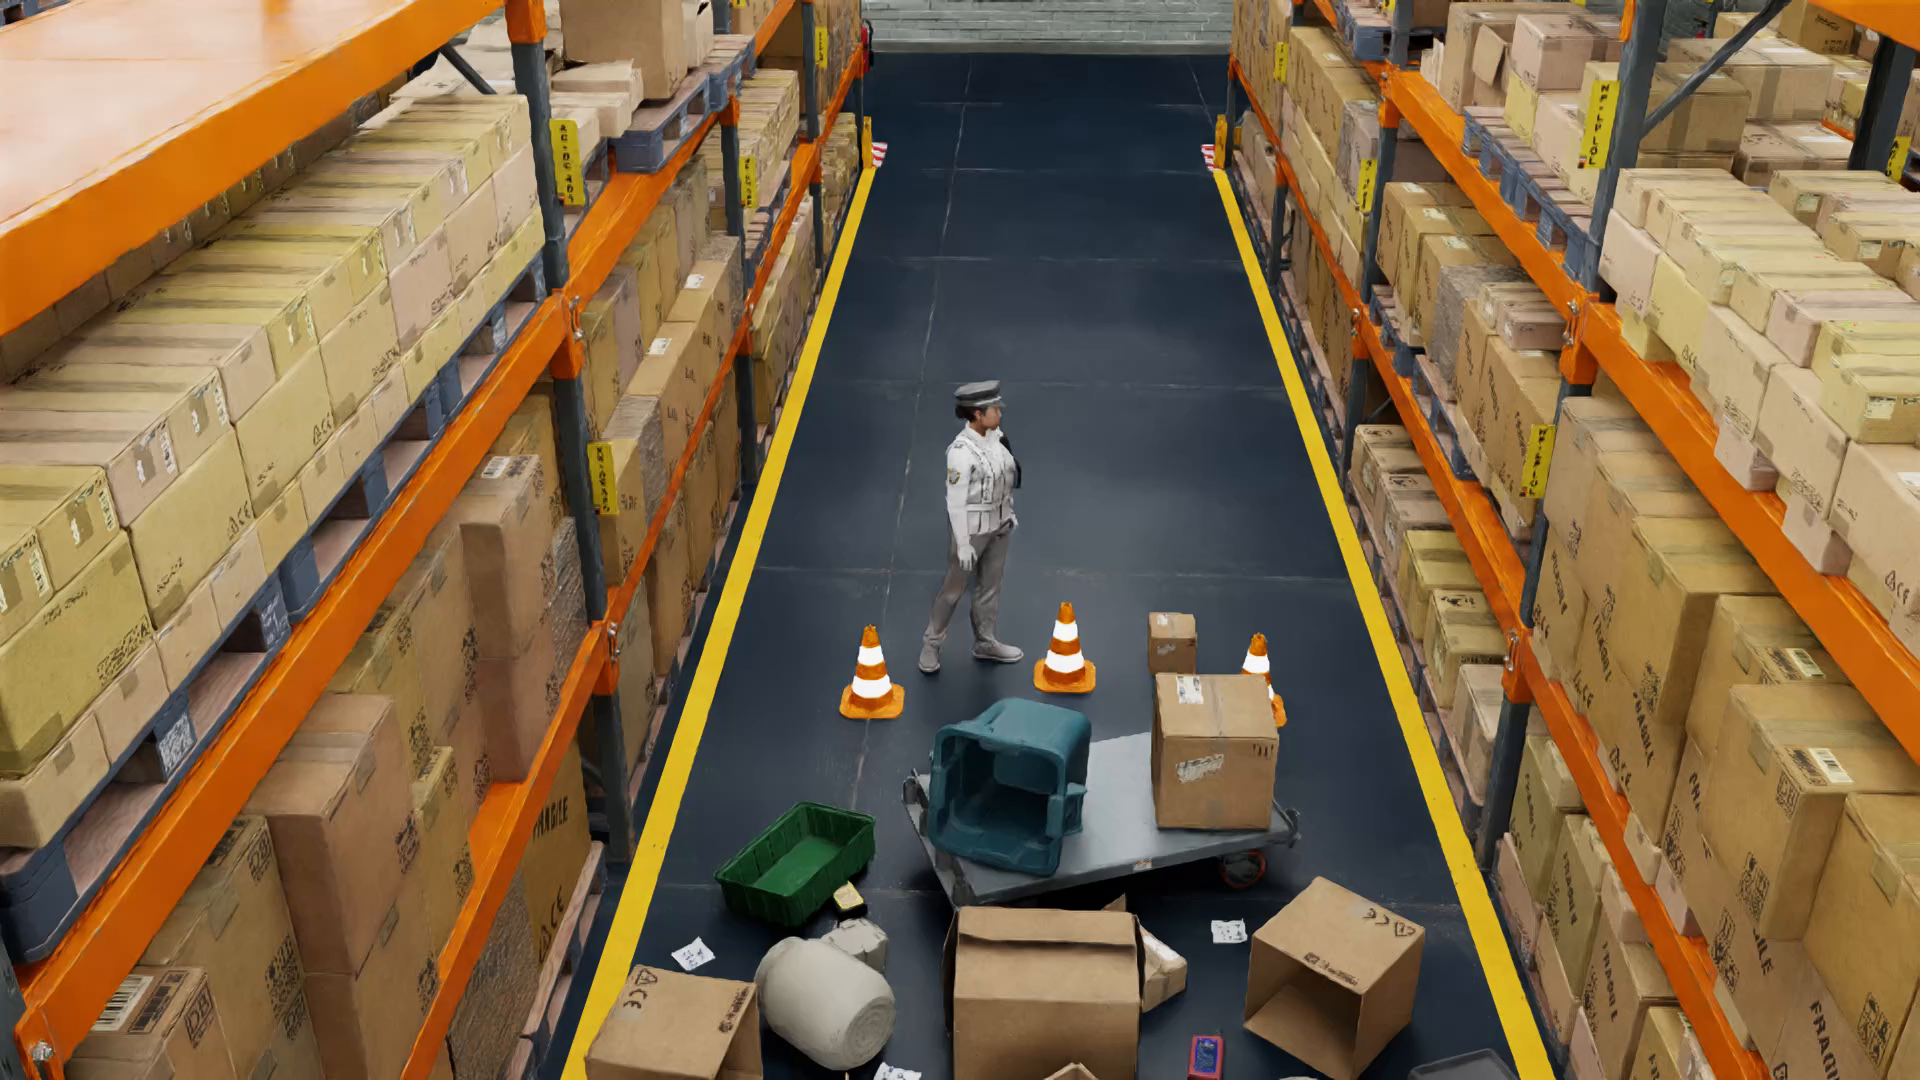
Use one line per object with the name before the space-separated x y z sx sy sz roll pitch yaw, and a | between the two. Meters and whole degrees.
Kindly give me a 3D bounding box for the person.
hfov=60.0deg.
person | 0.071 -0.083 8.986 0.505 1.678 0.635 18 33 30
